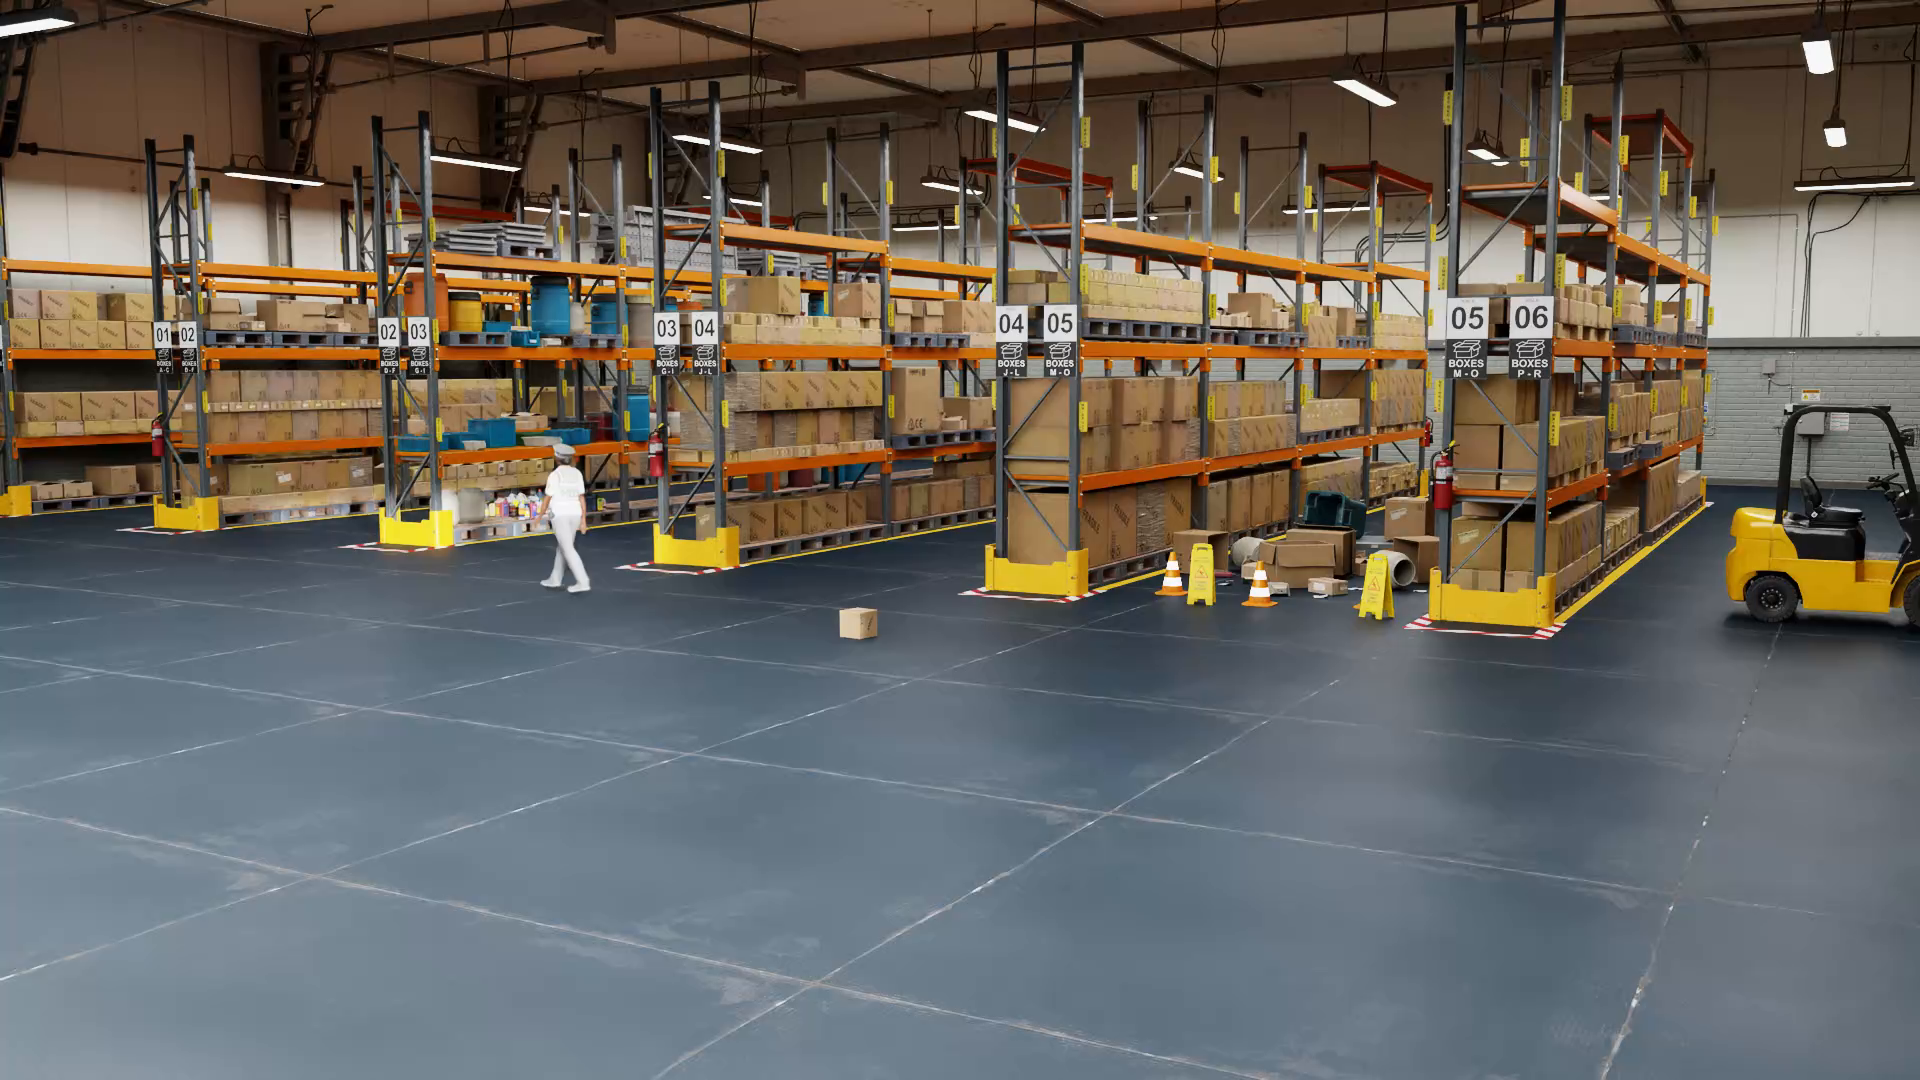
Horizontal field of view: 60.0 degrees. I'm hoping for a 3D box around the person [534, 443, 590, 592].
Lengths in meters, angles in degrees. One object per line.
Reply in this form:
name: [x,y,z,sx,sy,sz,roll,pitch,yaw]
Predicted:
person: [-4.461,-0.261,18.566,0.954,1.633,0.455,4,7,34]
